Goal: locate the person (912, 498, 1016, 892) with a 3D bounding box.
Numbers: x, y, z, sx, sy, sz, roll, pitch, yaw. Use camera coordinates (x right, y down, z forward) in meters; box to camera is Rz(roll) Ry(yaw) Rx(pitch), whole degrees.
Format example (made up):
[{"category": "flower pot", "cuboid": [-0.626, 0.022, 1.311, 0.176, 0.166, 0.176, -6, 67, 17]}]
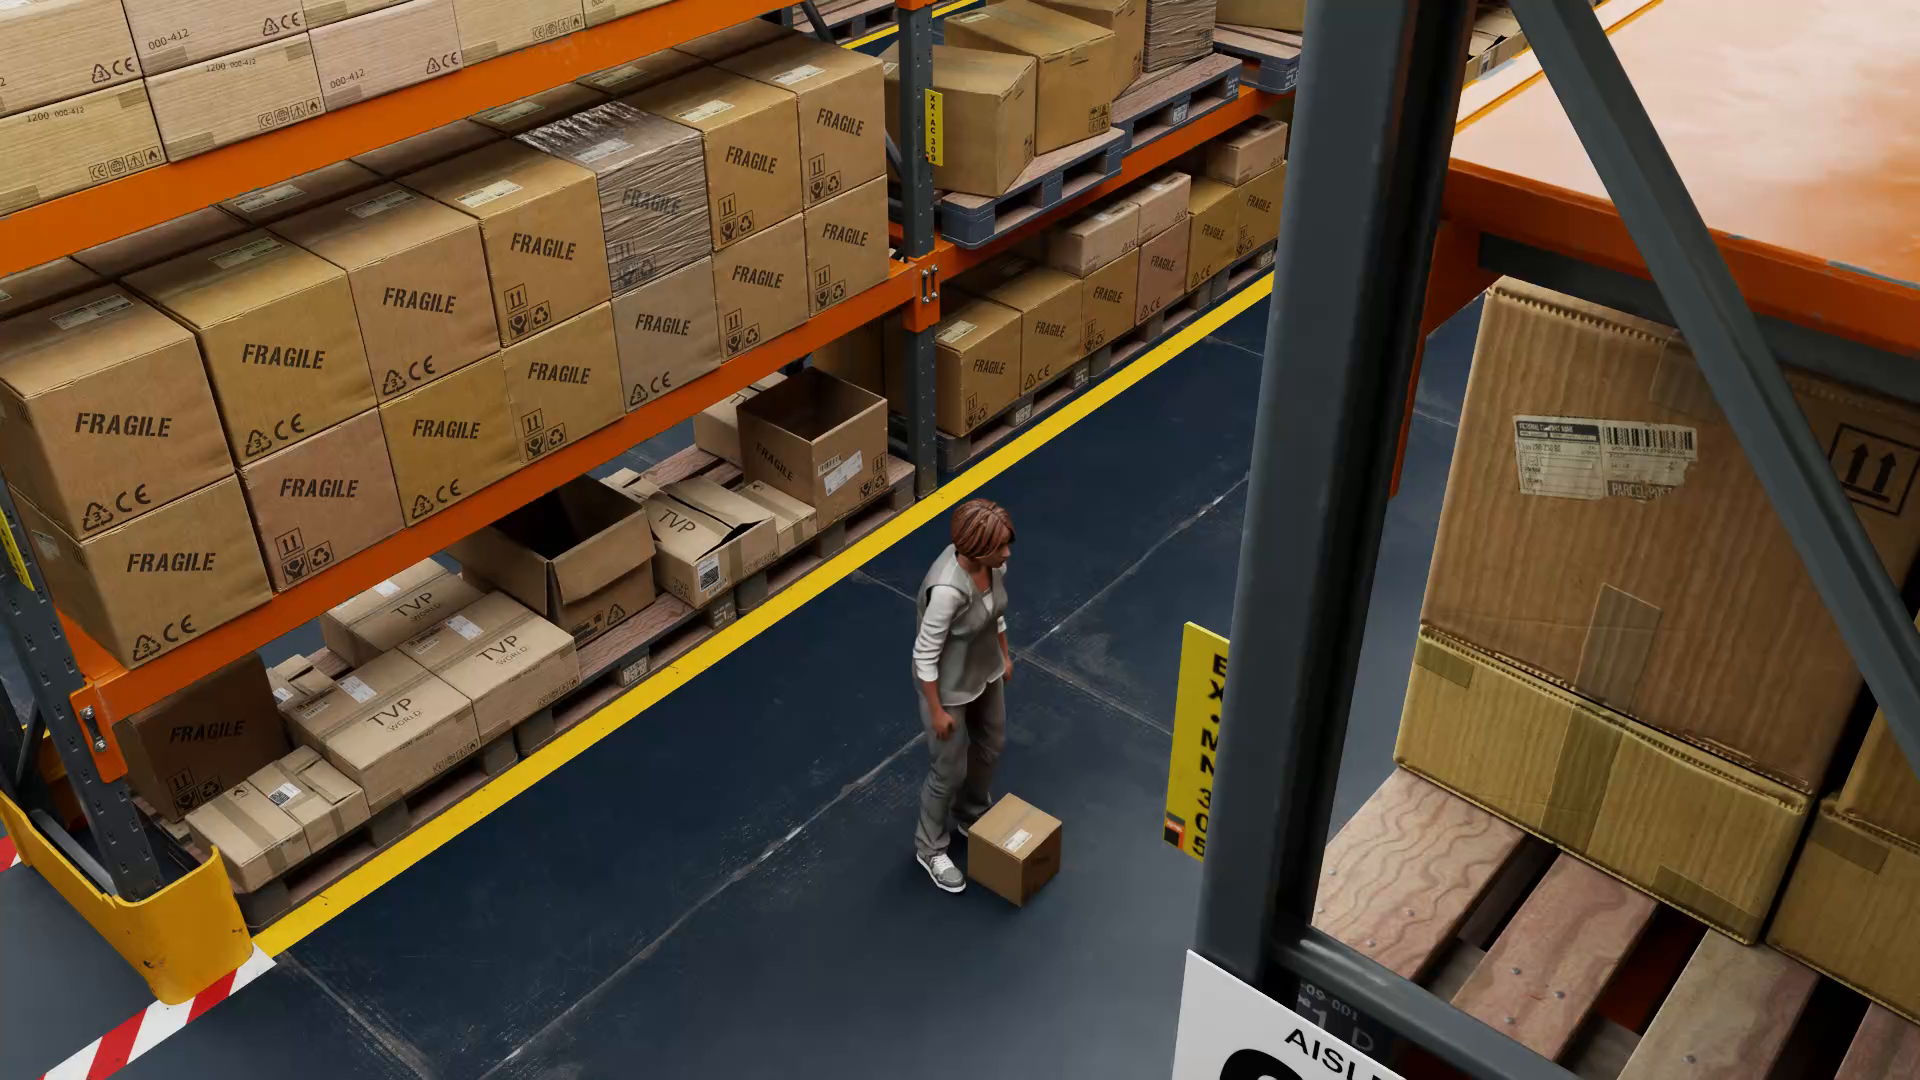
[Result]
[{"category": "person", "cuboid": [0.026, 0.523, 5.922, 0.372, 1.594, 0.485, 23, 42, 29]}]
